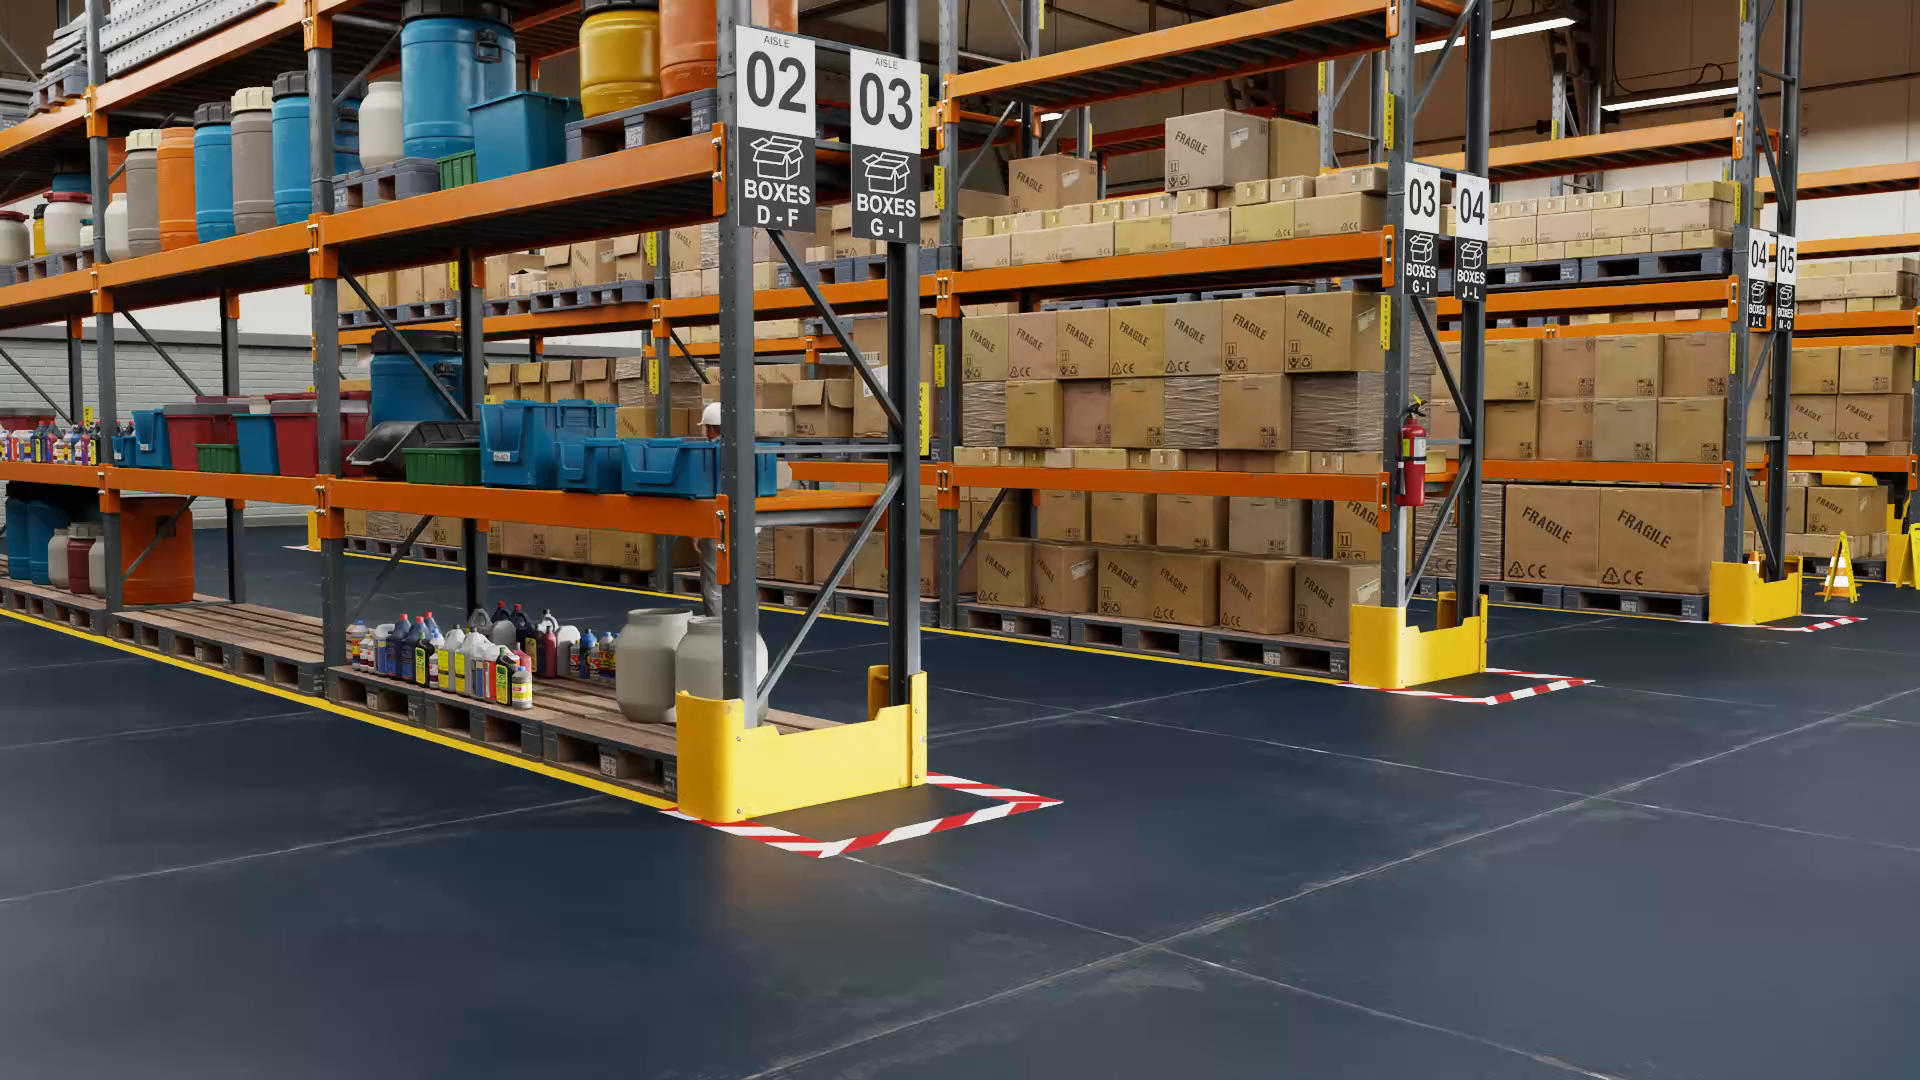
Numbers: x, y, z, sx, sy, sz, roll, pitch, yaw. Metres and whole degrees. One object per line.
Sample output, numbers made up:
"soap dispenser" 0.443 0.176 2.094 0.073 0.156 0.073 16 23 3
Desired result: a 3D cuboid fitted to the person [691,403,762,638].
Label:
"person" -1.629 -0.070 11.631 0.585 1.768 0.466 -4 5 -45
